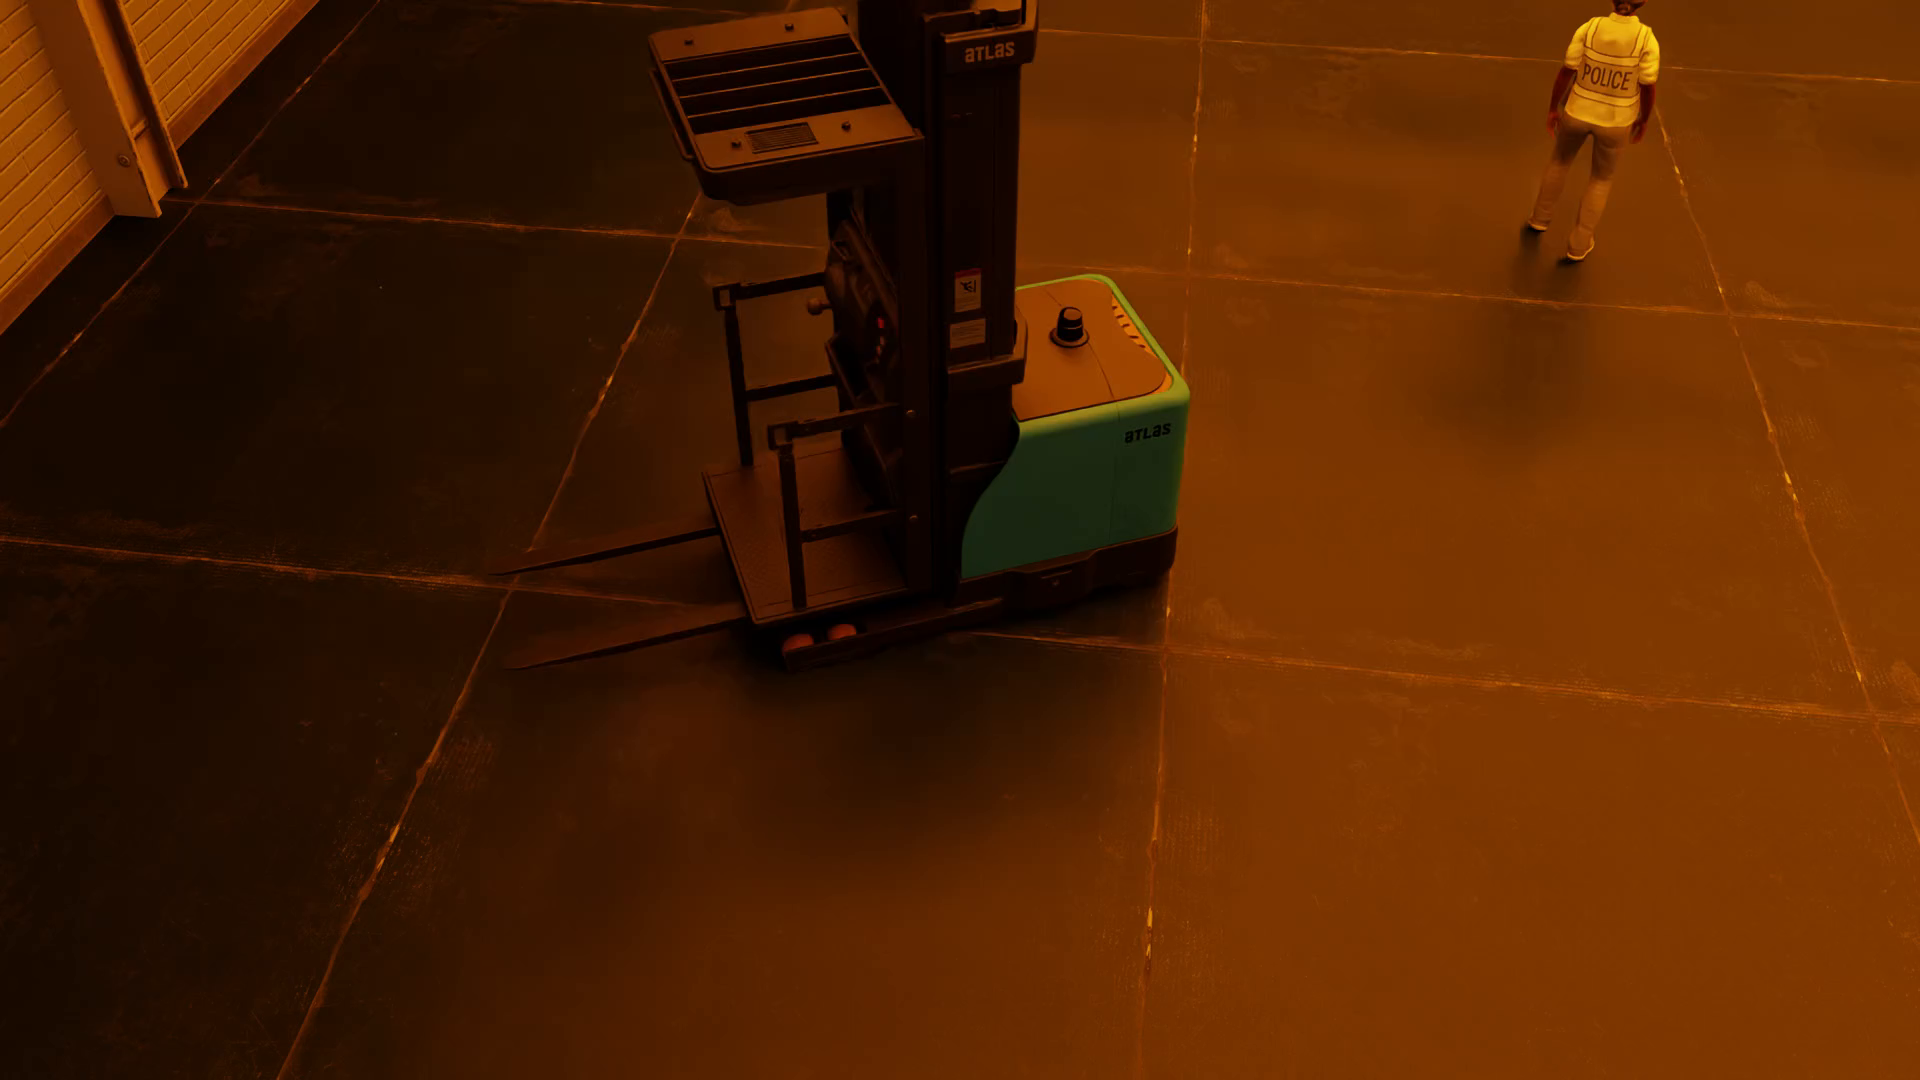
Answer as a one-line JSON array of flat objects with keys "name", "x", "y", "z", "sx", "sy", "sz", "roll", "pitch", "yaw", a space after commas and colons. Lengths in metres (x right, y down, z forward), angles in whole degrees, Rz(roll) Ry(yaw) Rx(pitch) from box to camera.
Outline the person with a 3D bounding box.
[{"name": "person", "x": 3.574, "y": -2.375, "z": 9.278, "sx": 0.528, "sy": 1.720, "sz": 0.480, "roll": 21, "pitch": 47, "yaw": 22}]

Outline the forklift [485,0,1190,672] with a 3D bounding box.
[{"name": "forklift", "x": -0.585, "y": -0.910, "z": 6.715, "sx": 3.031, "sy": 2.935, "sz": 1.130, "roll": -13, "pitch": 44, "yaw": -13}]
